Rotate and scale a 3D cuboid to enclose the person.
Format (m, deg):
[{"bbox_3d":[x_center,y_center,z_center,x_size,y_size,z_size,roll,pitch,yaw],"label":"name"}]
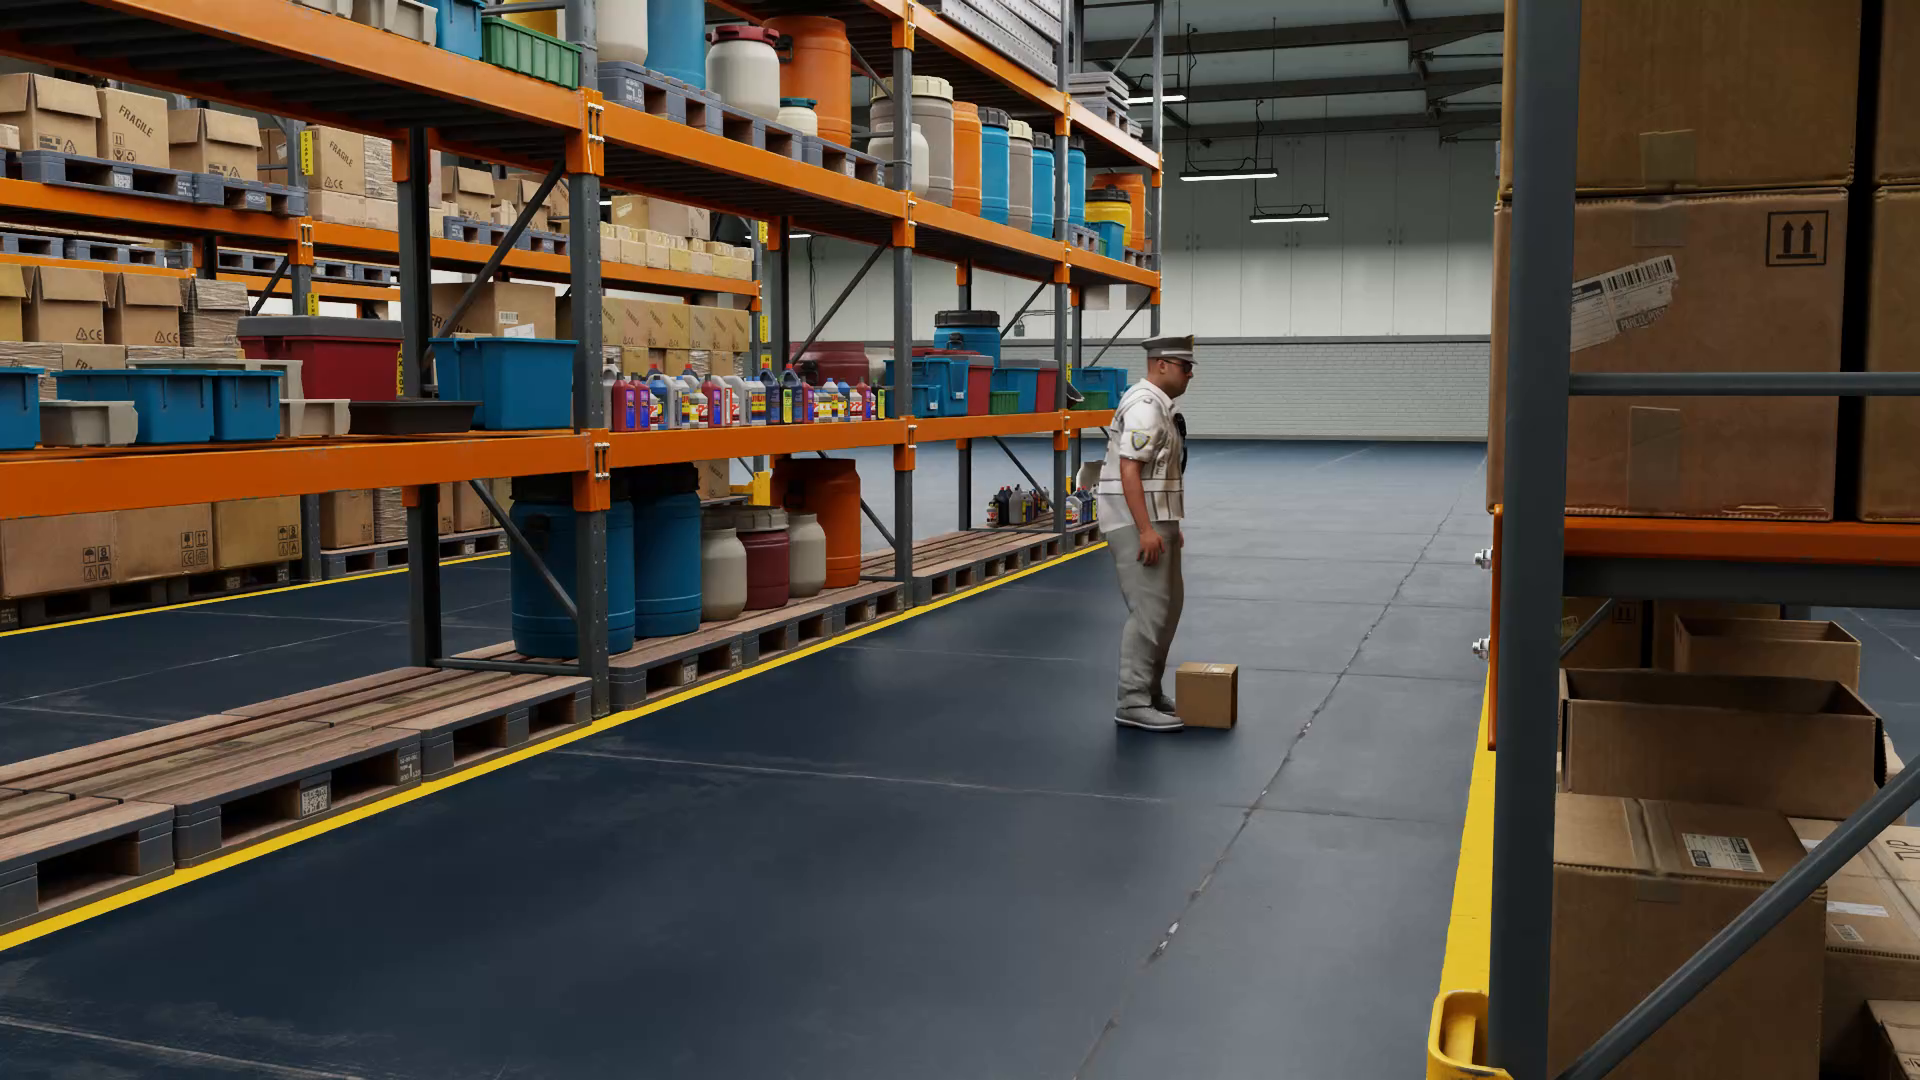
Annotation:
[{"bbox_3d":[0.854,-0.053,7.531,0.436,1.748,0.586,2,5,19],"label":"person"}]
